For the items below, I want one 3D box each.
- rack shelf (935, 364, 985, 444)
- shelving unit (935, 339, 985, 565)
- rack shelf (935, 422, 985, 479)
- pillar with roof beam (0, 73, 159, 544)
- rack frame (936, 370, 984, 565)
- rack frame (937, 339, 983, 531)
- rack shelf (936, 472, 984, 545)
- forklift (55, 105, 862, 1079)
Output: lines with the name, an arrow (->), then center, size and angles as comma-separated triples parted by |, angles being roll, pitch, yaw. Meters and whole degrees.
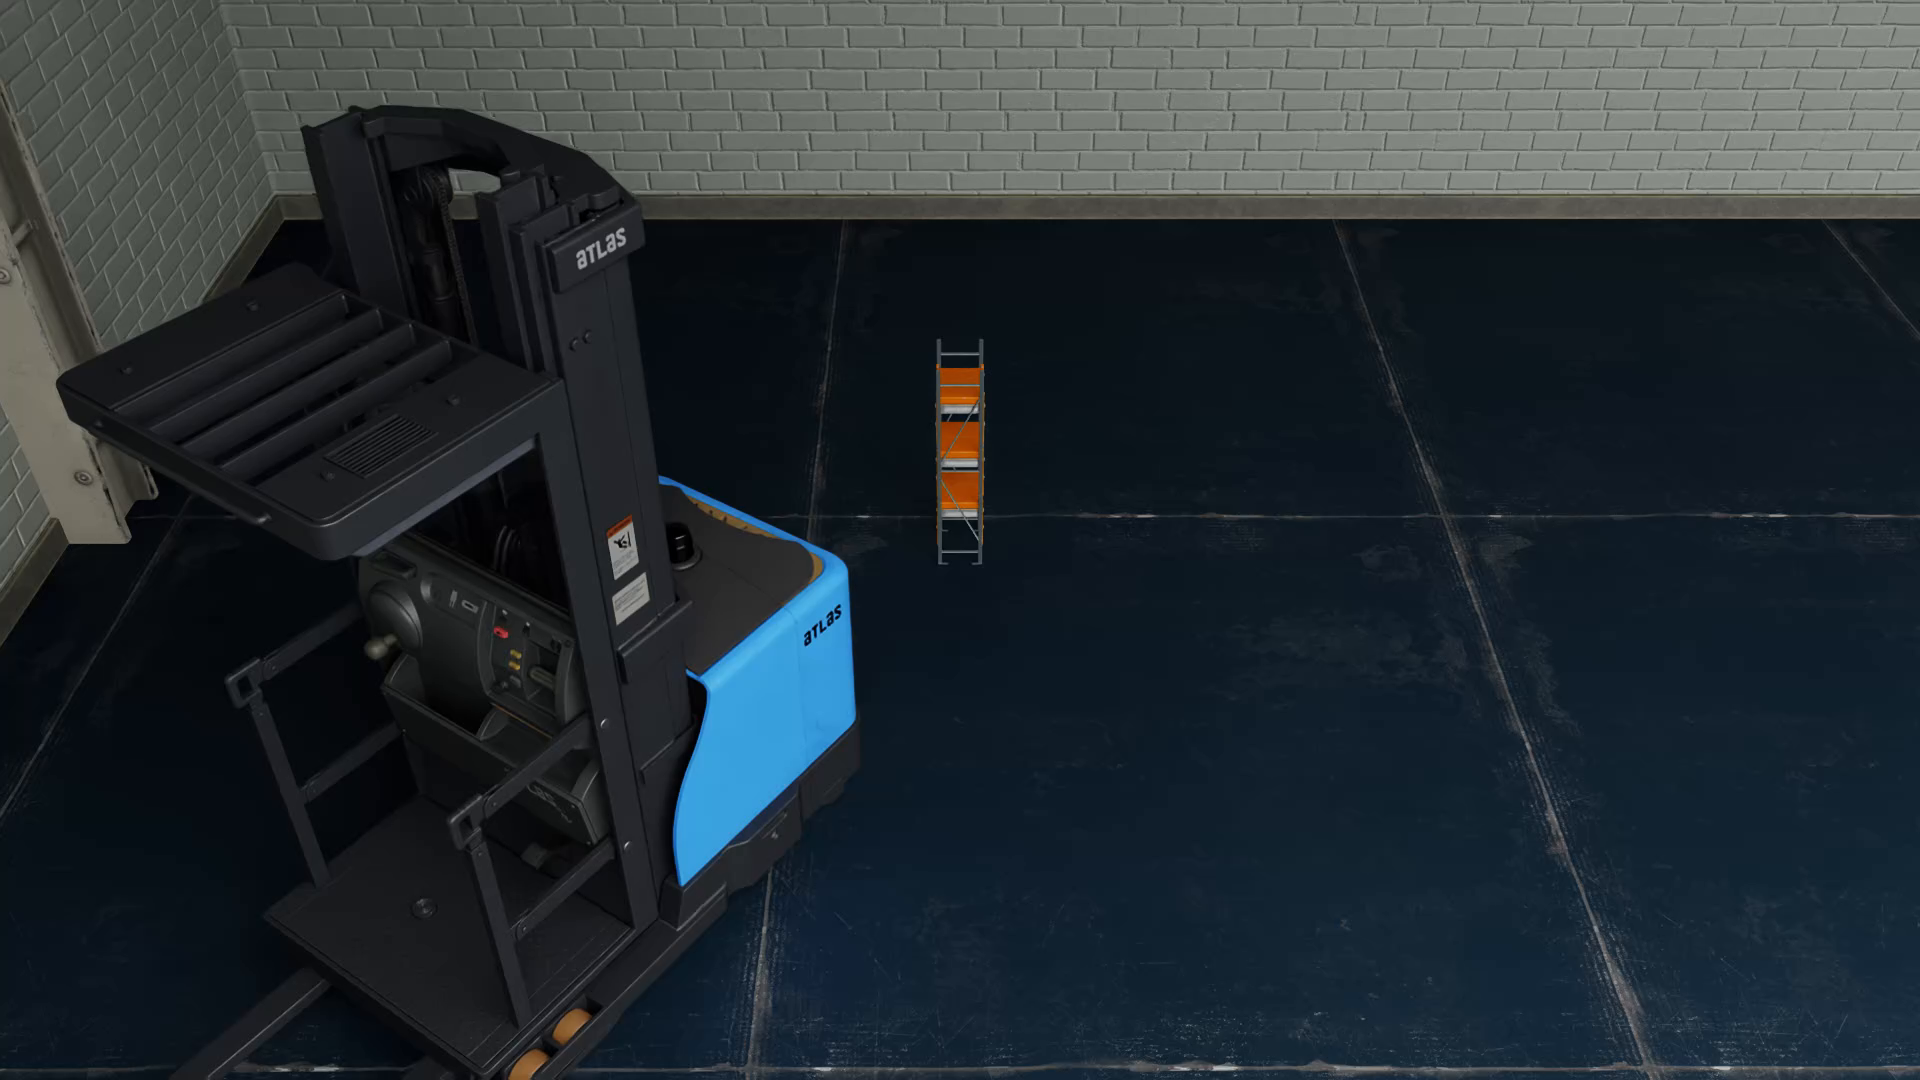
rack shelf -> 0.000, -0.589, 7.209 | 0.215, 0.259, 0.240 | 0, 39, 0
shelving unit -> 0.000, -0.376, 7.380 | 0.215, 1.050, 0.252 | 0, 39, 0
rack shelf -> 0.000, -0.368, 7.387 | 0.215, 0.259, 0.240 | 0, 39, 0
pillar with roof beam -> 0.281, -3.622, 5.074 | 9.100, 9.000, 0.400 | 0, 39, 0
rack frame -> 0.000, -0.300, 7.285 | 0.200, 1.050, 0.008 | 0, 39, 0
rack frame -> 0.000, -0.453, 7.475 | 0.200, 1.050, 0.008 | 0, 39, 0
rack shelf -> 0.000, -0.151, 7.560 | 0.215, 0.259, 0.240 | 0, 39, 0
forklift -> -1.641, 0.350, 4.970 | 1.130, 2.935, 3.031 | 24, 44, 27
